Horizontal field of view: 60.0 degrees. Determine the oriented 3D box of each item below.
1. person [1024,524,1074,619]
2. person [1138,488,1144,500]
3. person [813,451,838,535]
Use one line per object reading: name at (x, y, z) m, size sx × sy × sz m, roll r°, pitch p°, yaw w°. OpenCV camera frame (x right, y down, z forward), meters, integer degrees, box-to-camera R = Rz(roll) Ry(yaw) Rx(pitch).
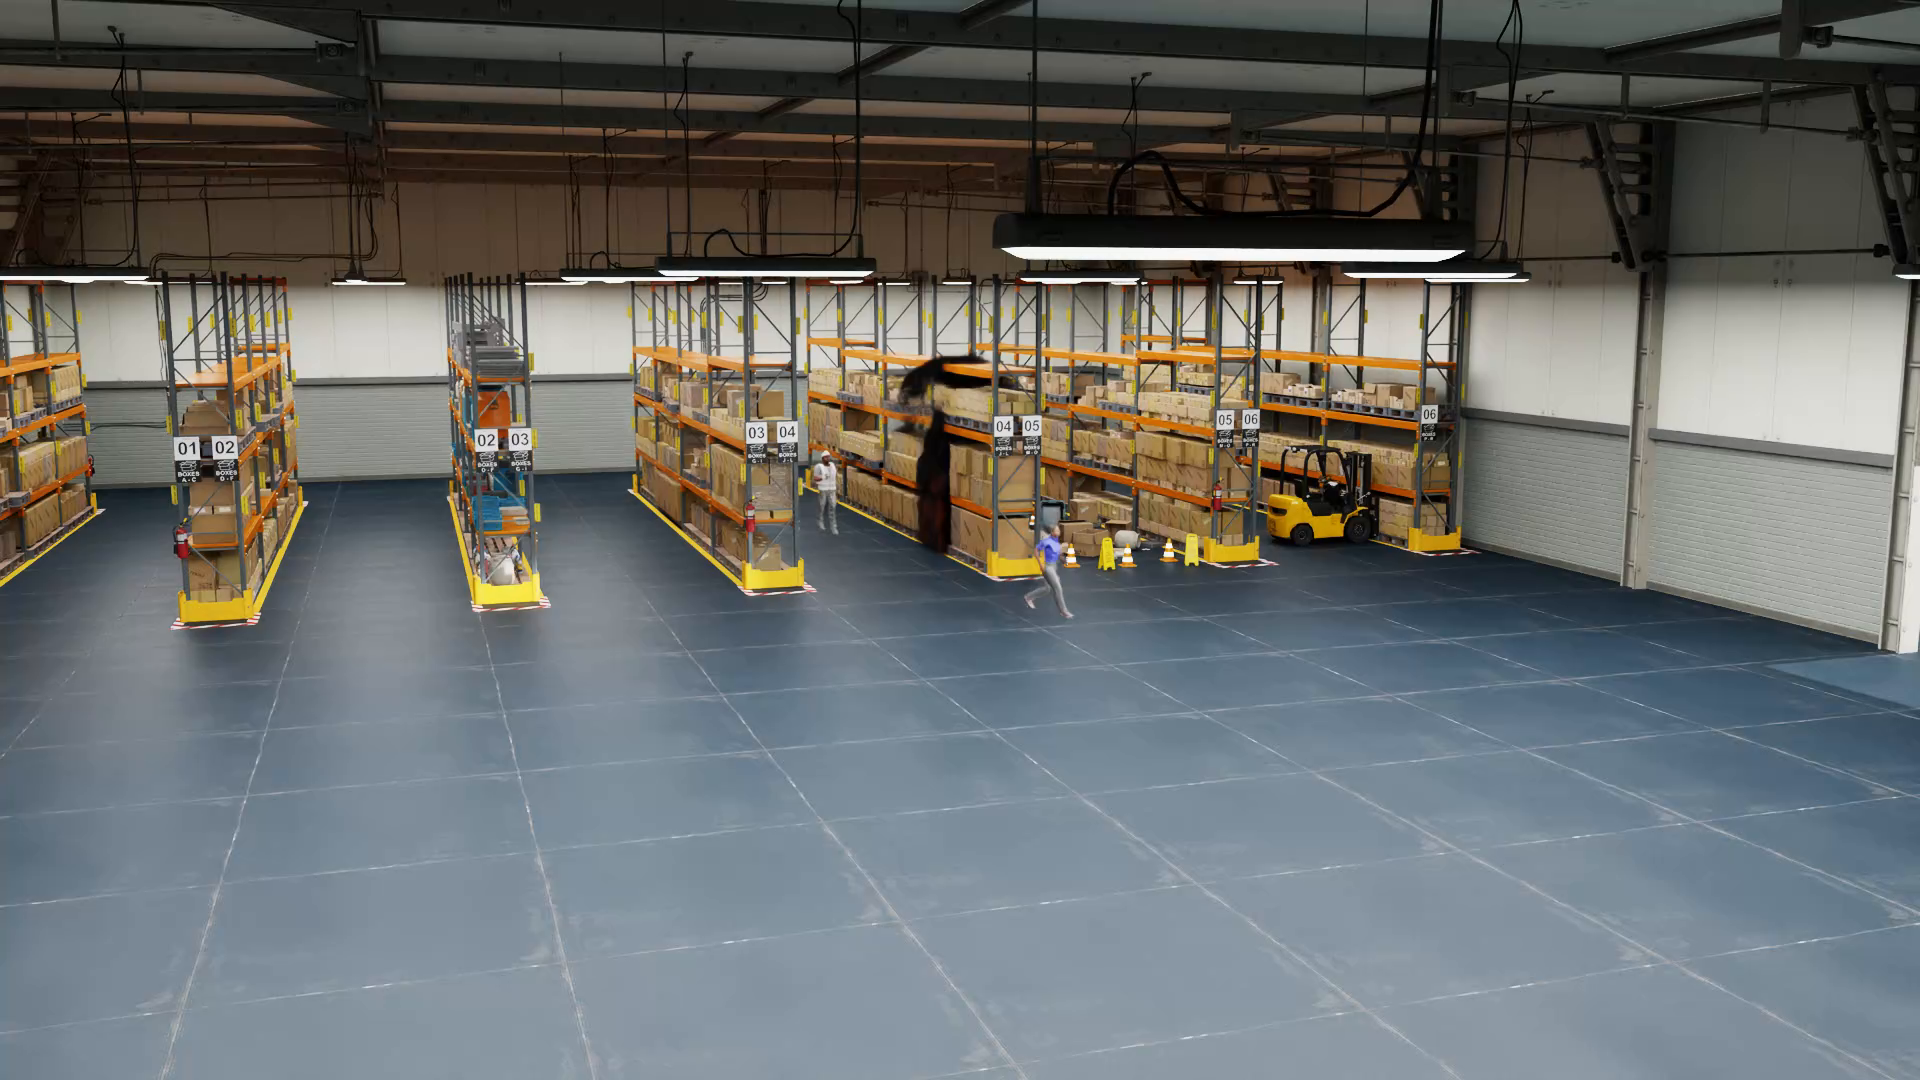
person at (1.554, 0.532, 29.165) m, size 0.954 × 1.655 × 0.600 m, roll 4°, pitch 10°, yaw 27°
person at (4.718, -1.650, 43.542) m, size 0.578 × 1.691 × 0.792 m, roll -3°, pitch 9°, yaw -20°
person at (-2.980, -1.066, 37.258) m, size 0.659 × 1.867 × 0.720 m, roll -5°, pitch 10°, yaw -28°
